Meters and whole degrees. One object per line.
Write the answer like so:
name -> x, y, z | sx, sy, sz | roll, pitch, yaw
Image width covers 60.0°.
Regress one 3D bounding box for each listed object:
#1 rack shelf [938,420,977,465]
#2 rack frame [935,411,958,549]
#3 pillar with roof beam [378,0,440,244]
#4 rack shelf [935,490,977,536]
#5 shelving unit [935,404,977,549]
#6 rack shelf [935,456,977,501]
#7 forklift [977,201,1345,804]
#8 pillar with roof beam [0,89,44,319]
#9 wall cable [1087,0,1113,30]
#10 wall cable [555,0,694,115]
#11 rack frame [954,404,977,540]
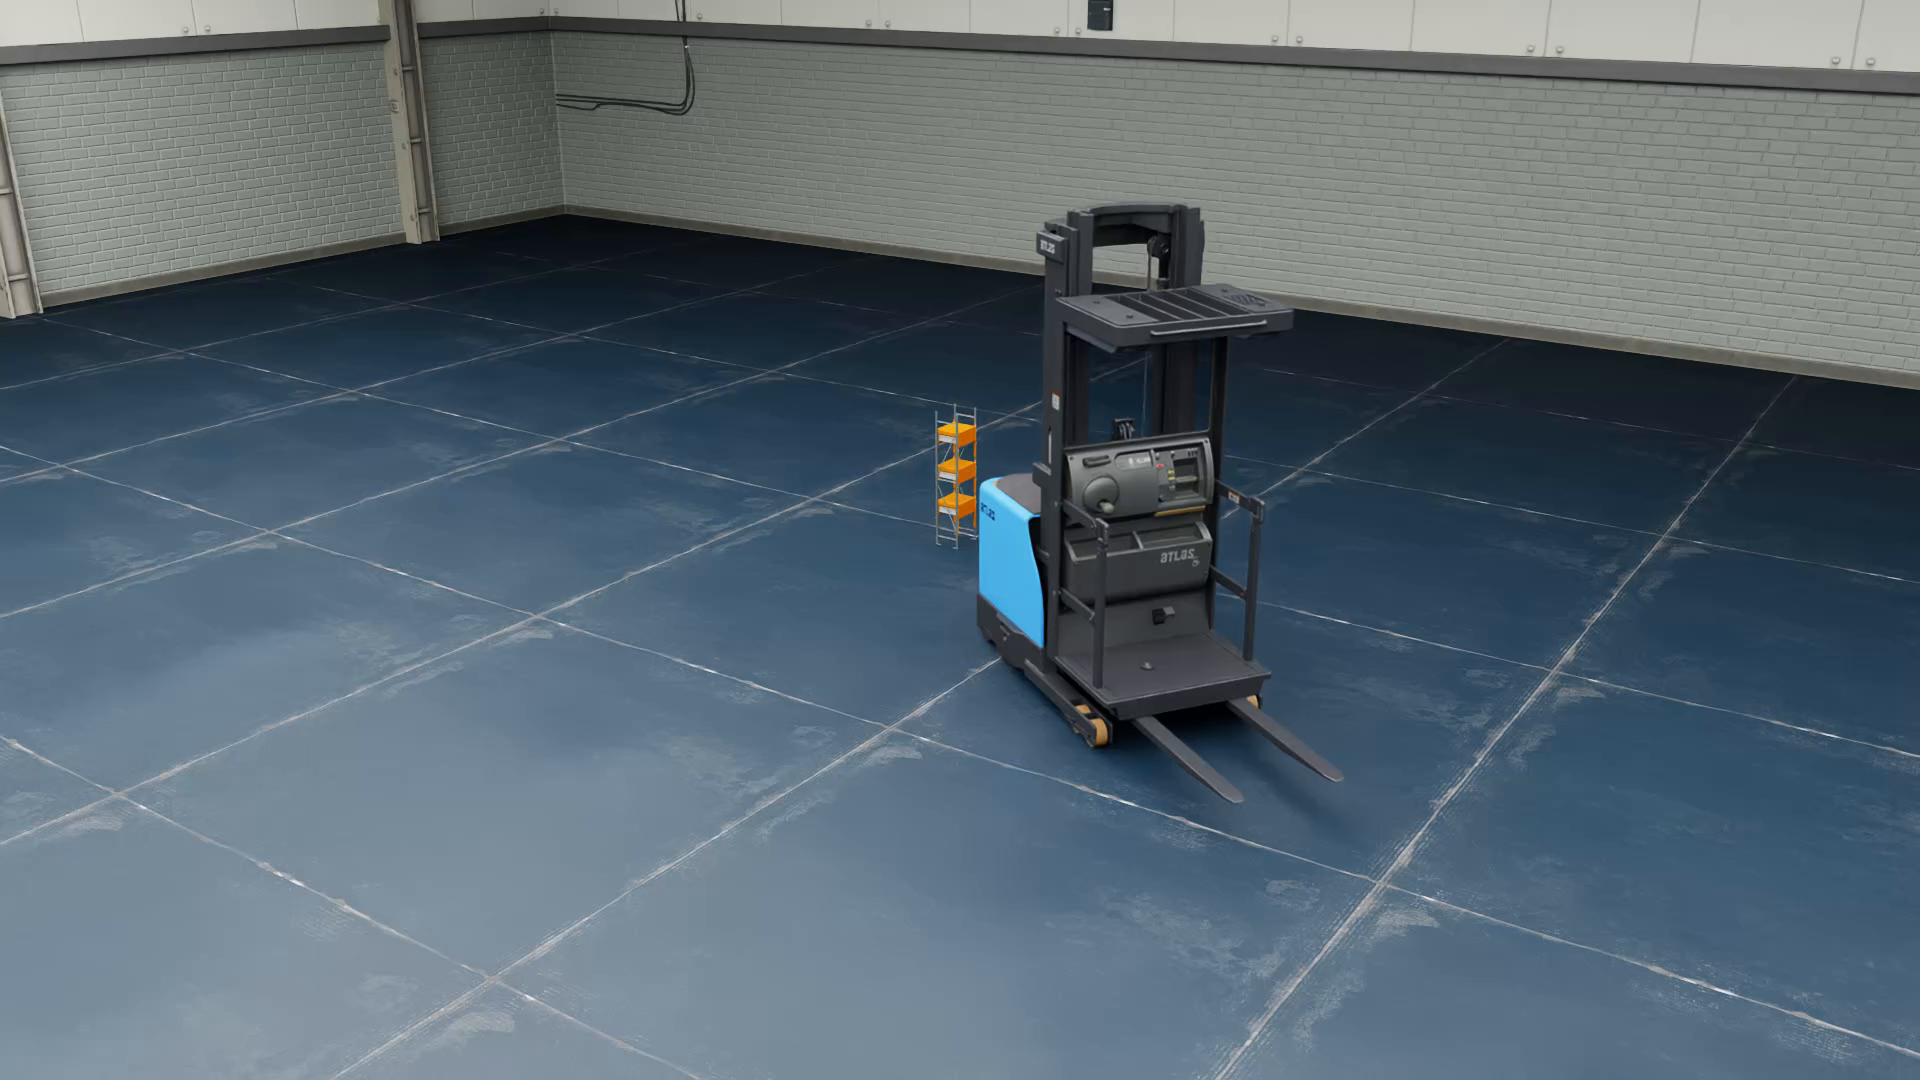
rack shelf -> -0.030, -0.733, 12.447 | 0.215, 0.259, 0.240 | 13, 24, 32
rack frame -> -0.099, -0.442, 12.447 | 0.200, 1.050, 0.008 | 13, 24, 32
pillar with roof beam -> -4.461, -7.845, 21.003 | 9.100, 9.000, 0.400 | 13, 24, 32
rack shelf -> -0.030, -0.206, 12.641 | 0.215, 0.259, 0.240 | 13, 24, 32
shelving unit -> -0.030, -0.477, 12.541 | 0.215, 1.050, 0.252 | 13, 24, 32
rack shelf -> -0.030, -0.467, 12.545 | 0.215, 0.259, 0.240 | 13, 24, 32
forklift -> 1.138, -0.351, 9.488 | 1.130, 2.935, 3.031 | -8, 22, -21
pillar with roof beam -> -7.834, -6.124, 16.349 | 9.100, 9.000, 0.400 | 13, 24, 32
wall cable -> 2.571, -9.011, 19.253 | 2.305, 6.003, 0.169 | 13, 24, 32
wall cable -> -5.272, -7.816, 25.399 | 3.097, 2.526, 0.112 | 13, 24, 32
rack frame -> 0.038, -0.512, 12.636 | 0.200, 1.050, 0.008 | 13, 24, 32
